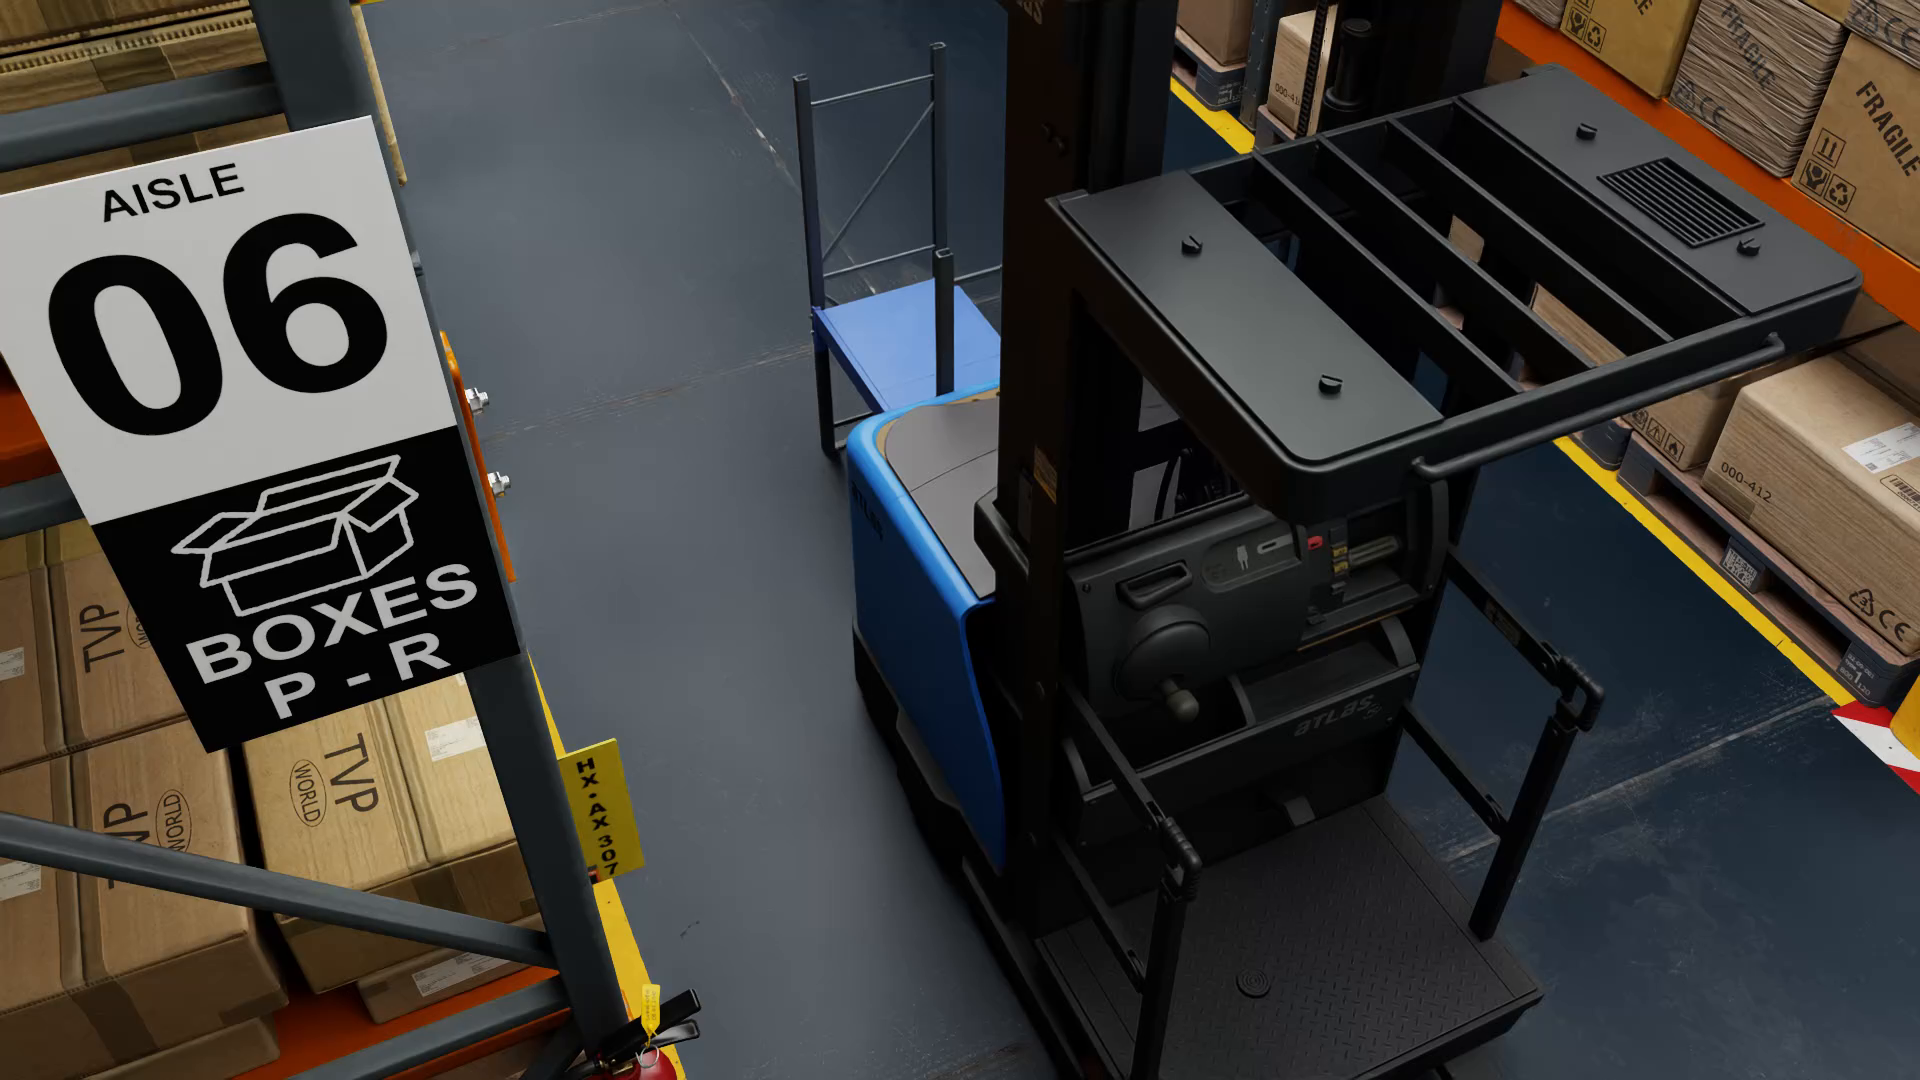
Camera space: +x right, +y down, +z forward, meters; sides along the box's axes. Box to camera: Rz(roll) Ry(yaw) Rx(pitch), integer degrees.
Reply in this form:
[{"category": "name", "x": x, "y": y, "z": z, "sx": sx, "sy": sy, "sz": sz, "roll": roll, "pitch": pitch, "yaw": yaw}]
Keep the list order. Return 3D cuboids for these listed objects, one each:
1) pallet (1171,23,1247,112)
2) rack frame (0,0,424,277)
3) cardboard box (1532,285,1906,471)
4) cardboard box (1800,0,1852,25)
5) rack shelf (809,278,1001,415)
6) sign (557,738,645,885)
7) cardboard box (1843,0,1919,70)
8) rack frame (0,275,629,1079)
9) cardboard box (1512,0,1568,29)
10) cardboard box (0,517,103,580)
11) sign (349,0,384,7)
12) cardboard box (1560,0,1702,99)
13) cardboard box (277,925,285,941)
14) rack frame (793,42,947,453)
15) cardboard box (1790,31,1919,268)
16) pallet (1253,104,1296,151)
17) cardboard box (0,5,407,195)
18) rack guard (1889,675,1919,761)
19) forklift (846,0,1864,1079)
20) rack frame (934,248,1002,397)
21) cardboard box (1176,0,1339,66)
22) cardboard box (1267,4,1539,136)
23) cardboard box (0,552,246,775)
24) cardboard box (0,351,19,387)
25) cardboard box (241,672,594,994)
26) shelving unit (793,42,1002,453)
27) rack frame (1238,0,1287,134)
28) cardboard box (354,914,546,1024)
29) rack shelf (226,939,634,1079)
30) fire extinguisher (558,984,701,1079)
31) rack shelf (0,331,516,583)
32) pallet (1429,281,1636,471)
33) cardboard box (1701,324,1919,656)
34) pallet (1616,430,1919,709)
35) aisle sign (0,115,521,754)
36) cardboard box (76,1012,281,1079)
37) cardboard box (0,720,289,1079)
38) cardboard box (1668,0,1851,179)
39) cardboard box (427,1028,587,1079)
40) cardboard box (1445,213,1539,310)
[{"category": "pallet", "x": 1.379, "y": -2.600, "z": 8.235, "sx": 1.003, "sy": 0.211, "sz": 1.213, "roll": -18, "pitch": 47, "yaw": -17}, {"category": "rack frame", "x": -1.048, "y": -1.242, "z": 0.602, "sx": 1.000, "sy": 3.000, "sz": 0.127, "roll": -18, "pitch": 47, "yaw": -17}, {"category": "cardboard box", "x": 2.693, "y": -0.784, "z": 5.934, "sx": 0.875, "sy": 0.438, "sz": 0.875, "roll": -17, "pitch": 47, "yaw": -16}, {"category": "cardboard box", "x": 2.584, "y": -1.843, "z": 4.700, "sx": 0.500, "sy": 0.500, "sz": 0.500, "roll": -18, "pitch": 47, "yaw": -18}, {"category": "rack shelf", "x": -0.055, "y": -0.486, "z": 5.431, "sx": 0.538, "sy": 0.185, "sz": 1.000, "roll": -19, "pitch": 48, "yaw": -18}, {"category": "sign", "x": -0.556, "y": 0.425, "z": 2.567, "sx": 0.100, "sy": 0.325, "sz": 0.005, "roll": -18, "pitch": 47, "yaw": -17}, {"category": "cardboard box", "x": 2.789, "y": -1.527, "z": 4.379, "sx": 0.500, "sy": 0.500, "sz": 0.500, "roll": -18, "pitch": 47, "yaw": -17}, {"category": "rack frame", "x": -1.048, "y": 0.894, "z": 2.709, "sx": 1.000, "sy": 3.000, "sz": 0.127, "roll": -18, "pitch": 47, "yaw": -17}, {"category": "cardboard box", "x": 2.143, "y": -2.142, "z": 5.714, "sx": 0.500, "sy": 0.500, "sz": 0.500, "roll": -18, "pitch": 47, "yaw": -17}, {"category": "cardboard box", "x": -1.902, "y": -0.019, "z": 3.529, "sx": 0.500, "sy": 0.250, "sz": 0.500, "roll": -17, "pitch": 47, "yaw": -16}, {"category": "sign", "x": -0.556, "y": -0.645, "z": 1.511, "sx": 0.100, "sy": 0.325, "sz": 0.005, "roll": -18, "pitch": 47, "yaw": -17}, {"category": "cardboard box", "x": 2.359, "y": -1.814, "z": 5.381, "sx": 0.500, "sy": 0.500, "sz": 0.500, "roll": -17, "pitch": 47, "yaw": -16}, {"category": "cardboard box", "x": -1.482, "y": 0.671, "z": 3.113, "sx": 0.380, "sy": 0.149, "sz": 0.250, "roll": -17, "pitch": 47, "yaw": -16}, {"category": "rack frame", "x": -0.275, "y": -0.936, "z": 5.631, "sx": 0.500, "sy": 1.500, "sz": 0.032, "roll": -19, "pitch": 48, "yaw": -18}, {"category": "cardboard box", "x": 2.813, "y": -1.164, "z": 4.722, "sx": 0.500, "sy": 0.500, "sz": 0.500, "roll": -19, "pitch": 48, "yaw": -18}, {"category": "pallet", "x": 2.021, "y": -1.623, "z": 7.245, "sx": 1.003, "sy": 0.211, "sz": 1.213, "roll": -18, "pitch": 47, "yaw": -17}, {"category": "cardboard box", "x": -0.987, "y": -0.590, "z": 1.972, "sx": 0.500, "sy": 0.250, "sz": 0.500, "roll": -19, "pitch": 48, "yaw": -18}, {"category": "rack guard", "x": 3.464, "y": 0.331, "z": 5.059, "sx": 1.175, "sy": 0.500, "sz": 0.348, "roll": -18, "pitch": 47, "yaw": -17}, {"category": "forklift", "x": 0.761, "y": 0.190, "z": 3.470, "sx": 1.130, "sy": 2.935, "sz": 3.031, "roll": -19, "pitch": 48, "yaw": -18}, {"category": "rack frame", "x": 0.164, "y": -0.292, "z": 4.978, "sx": 0.500, "sy": 1.500, "sz": 0.032, "roll": -19, "pitch": 48, "yaw": -18}, {"category": "cardboard box", "x": 1.439, "y": -2.888, "z": 7.755, "sx": 0.875, "sy": 0.875, "sz": 0.875, "roll": -17, "pitch": 47, "yaw": -16}, {"category": "cardboard box", "x": 1.938, "y": -1.929, "z": 7.095, "sx": 0.875, "sy": 0.438, "sz": 0.875, "roll": -19, "pitch": 48, "yaw": -18}, {"category": "cardboard box", "x": -1.698, "y": 0.298, "z": 3.208, "sx": 0.500, "sy": 0.250, "sz": 0.500, "roll": -18, "pitch": 47, "yaw": -17}, {"category": "cardboard box", "x": -0.971, "y": -0.356, "z": 2.019, "sx": 0.380, "sy": 0.149, "sz": 0.250, "roll": -17, "pitch": 47, "yaw": -17}, {"category": "cardboard box", "x": -0.995, "y": 0.473, "z": 3.030, "sx": 0.500, "sy": 0.250, "sz": 0.500, "roll": -18, "pitch": 47, "yaw": -17}, {"category": "shelving unit", "x": -0.055, "y": -0.614, "z": 5.305, "sx": 0.538, "sy": 1.500, "sz": 1.048, "roll": -19, "pitch": 48, "yaw": -18}, {"category": "rack frame", "x": 1.772, "y": -3.124, "z": 6.780, "sx": 1.000, "sy": 3.000, "sz": 0.127, "roll": -18, "pitch": 47, "yaw": -17}, {"category": "cardboard box", "x": -0.938, "y": 0.693, "z": 3.091, "sx": 0.380, "sy": 0.149, "sz": 0.250, "roll": -18, "pitch": 48, "yaw": -18}, {"category": "rack shelf", "x": -1.889, "y": -0.125, "z": 4.253, "sx": 1.077, "sy": 0.370, "sz": 4.000, "roll": -18, "pitch": 47, "yaw": -17}, {"category": "fire extinguisher", "x": -0.567, "y": 1.011, "z": 2.910, "sx": 0.296, "sy": 0.674, "sz": 0.183, "roll": -18, "pitch": 47, "yaw": -17}, {"category": "rack shelf", "x": -1.889, "y": -1.192, "z": 3.199, "sx": 1.077, "sy": 0.370, "sz": 4.000, "roll": -18, "pitch": 47, "yaw": -17}, {"category": "pallet", "x": 2.537, "y": -0.845, "z": 6.456, "sx": 1.003, "sy": 0.211, "sz": 1.213, "roll": -18, "pitch": 47, "yaw": -17}, {"category": "cardboard box", "x": 3.085, "y": -0.203, "z": 5.345, "sx": 0.875, "sy": 0.438, "sz": 0.875, "roll": -20, "pitch": 48, "yaw": -19}, {"category": "pallet", "x": 3.047, "y": -0.068, "z": 5.669, "sx": 1.003, "sy": 0.211, "sz": 1.213, "roll": -18, "pitch": 47, "yaw": -17}, {"category": "aisle sign", "x": -0.753, "y": -0.075, "z": 1.839, "sx": 0.394, "sy": 0.787, "sz": 0.004, "roll": -18, "pitch": 47, "yaw": -17}, {"category": "cardboard box", "x": -1.431, "y": 0.851, "z": 2.931, "sx": 0.380, "sy": 0.149, "sz": 0.250, "roll": -19, "pitch": 48, "yaw": -18}, {"category": "cardboard box", "x": -1.483, "y": 0.626, "z": 2.874, "sx": 0.500, "sy": 0.250, "sz": 0.500, "roll": -17, "pitch": 47, "yaw": -16}, {"category": "cardboard box", "x": 2.588, "y": -1.489, "z": 5.052, "sx": 0.500, "sy": 0.500, "sz": 0.500, "roll": -17, "pitch": 47, "yaw": -16}, {"category": "cardboard box", "x": -1.219, "y": 1.215, "z": 3.861, "sx": 0.797, "sy": 0.503, "sz": 0.637, "roll": -20, "pitch": 48, "yaw": -19}, {"category": "cardboard box", "x": 2.315, "y": -1.359, "z": 6.517, "sx": 0.875, "sy": 0.438, "sz": 0.875, "roll": -19, "pitch": 48, "yaw": -19}]
